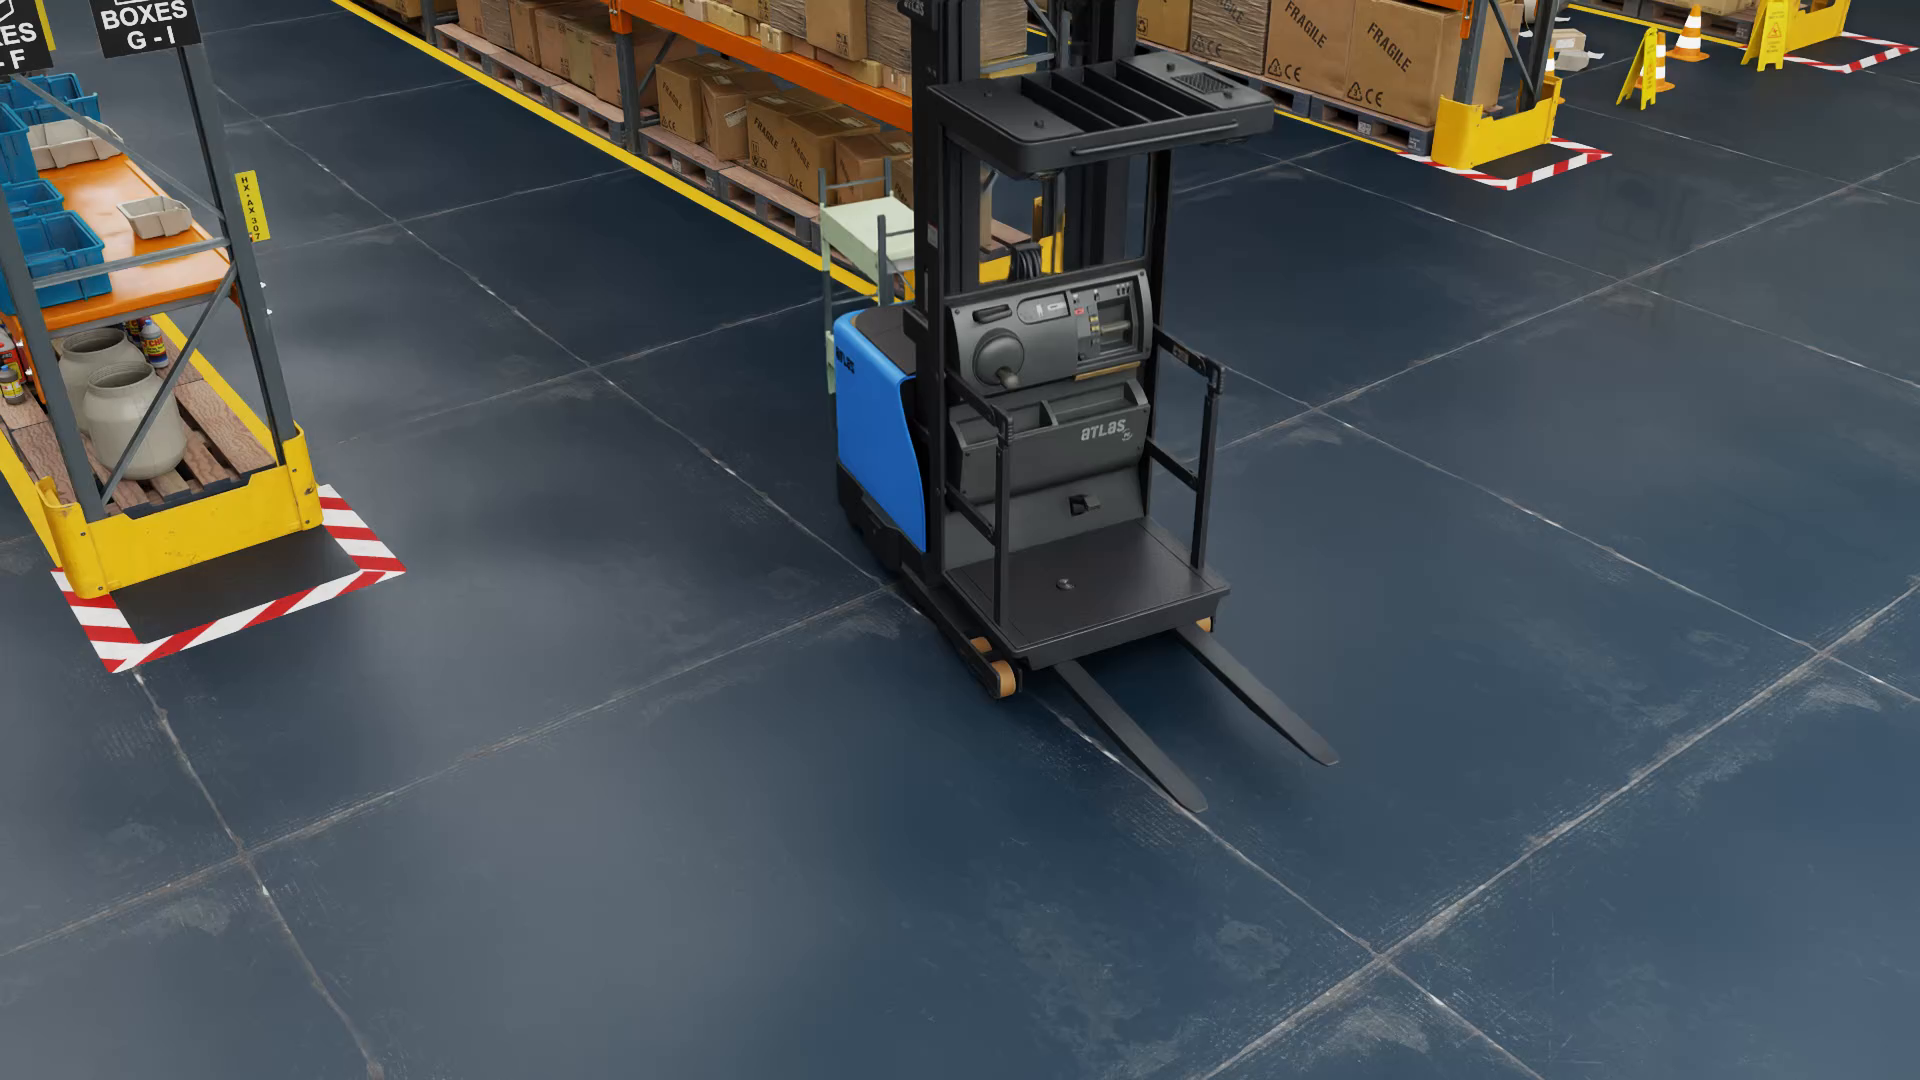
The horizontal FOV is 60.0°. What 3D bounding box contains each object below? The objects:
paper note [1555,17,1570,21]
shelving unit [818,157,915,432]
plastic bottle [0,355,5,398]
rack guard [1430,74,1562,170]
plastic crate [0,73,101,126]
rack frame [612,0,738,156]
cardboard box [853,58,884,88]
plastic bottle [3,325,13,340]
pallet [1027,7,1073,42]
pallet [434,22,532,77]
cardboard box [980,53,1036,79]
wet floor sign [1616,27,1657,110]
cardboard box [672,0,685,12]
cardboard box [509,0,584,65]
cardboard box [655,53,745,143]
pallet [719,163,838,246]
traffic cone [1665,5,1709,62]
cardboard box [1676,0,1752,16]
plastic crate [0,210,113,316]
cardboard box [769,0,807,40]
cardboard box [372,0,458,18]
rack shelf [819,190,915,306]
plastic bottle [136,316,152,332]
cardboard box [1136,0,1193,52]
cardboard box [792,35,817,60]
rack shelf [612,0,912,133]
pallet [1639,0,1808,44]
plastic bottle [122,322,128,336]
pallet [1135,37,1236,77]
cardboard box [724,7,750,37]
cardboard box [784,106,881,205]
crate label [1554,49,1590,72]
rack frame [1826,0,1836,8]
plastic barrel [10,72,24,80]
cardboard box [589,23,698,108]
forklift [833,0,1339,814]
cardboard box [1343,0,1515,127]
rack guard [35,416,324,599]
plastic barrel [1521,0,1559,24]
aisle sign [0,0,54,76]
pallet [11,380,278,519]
[{"bbox_3d":[5.999,-5.204,16.599,0.148,0.019,0.142,18,36,27],"label":"paper note"},{"bbox_3d":[-0.375,-1.118,8.628,0.431,1.500,0.755,-15,35,-23],"label":"shelving unit"},{"bbox_3d":[-5.232,-0.926,9.056,0.061,0.283,0.133,-21,38,-30],"label":"plastic bottle"},{"bbox_3d":[4.234,-3.320,13.122,1.175,0.500,0.348,-22,38,-31],"label":"rack guard"},{"bbox_3d":[-5.233,-2.457,9.505,0.499,0.251,0.616,-22,38,-31],"label":"plastic crate"},{"bbox_3d":[-2.214,-4.496,12.647,1.000,3.000,0.127,-22,38,-31],"label":"rack frame"},{"bbox_3d":[-0.446,-2.967,10.422,0.380,0.149,0.250,-22,38,-31],"label":"cardboard box"},{"bbox_3d":[-5.400,-1.145,9.487,0.097,0.201,0.097,0,32,0],"label":"plastic bottle"},{"bbox_3d":[1.233,-5.172,16.377,1.003,0.211,1.213,-22,38,-31],"label":"pallet"},{"bbox_3d":[-4.189,-4.653,15.541,1.003,0.211,1.213,-22,38,-31],"label":"pallet"},{"bbox_3d":[0.253,-2.919,10.344,0.380,0.149,0.250,-22,38,-31],"label":"cardboard box"},{"bbox_3d":[5.801,-4.020,14.112,0.232,0.644,0.267,26,40,35],"label":"wet floor sign"},{"bbox_3d":[-1.841,-3.898,11.921,0.380,0.149,0.250,-22,38,-31],"label":"cardboard box"},{"bbox_3d":[-3.537,-4.555,14.693,0.700,0.500,0.500,-19,37,-28],"label":"cardboard box"},{"bbox_3d":[-2.000,-3.433,12.906,0.500,0.500,0.500,-24,39,-33],"label":"cardboard box"},{"bbox_3d":[-1.022,-2.535,12.131,1.003,0.211,1.213,-22,38,-31],"label":"pallet"},{"bbox_3d":[6.784,-4.720,15.411,0.336,0.463,0.334,-22,38,-31],"label":"traffic cone"},{"bbox_3d":[7.344,-5.306,16.158,0.500,0.250,0.500,-22,38,-32],"label":"cardboard box"},{"bbox_3d":[-4.217,-1.276,7.602,0.499,0.251,0.616,-22,38,-31],"label":"plastic crate"},{"bbox_3d":[-0.750,-3.628,10.872,0.875,0.500,0.500,-22,38,-31],"label":"cardboard box"},{"bbox_3d":[-5.073,-5.734,16.254,1.225,0.875,0.875,-24,39,-33],"label":"cardboard box"},{"bbox_3d":[-0.375,-1.449,8.422,0.431,0.370,0.720,-15,35,-23],"label":"rack shelf"},{"bbox_3d":[-4.663,-1.217,9.523,0.061,0.283,0.133,-22,38,-31],"label":"plastic bottle"},{"bbox_3d":[2.097,-5.050,15.154,0.875,0.875,0.875,-22,38,-31],"label":"cardboard box"},{"bbox_3d":[-0.878,-3.290,10.943,0.380,0.149,0.250,-22,38,-31],"label":"cardboard box"},{"bbox_3d":[-0.987,-3.357,11.494,1.077,0.370,4.000,-22,38,-31],"label":"rack shelf"},{"bbox_3d":[7.550,-5.233,16.475,1.003,0.211,1.213,-22,38,-31],"label":"pallet"},{"bbox_3d":[-4.871,-1.307,9.747,0.097,0.201,0.097,0,32,0],"label":"plastic bottle"},{"bbox_3d":[2.171,-4.532,15.347,1.003,0.211,1.213,-22,38,-31],"label":"pallet"},{"bbox_3d":[-1.389,-3.582,11.412,0.380,0.149,0.250,-22,38,-31],"label":"cardboard box"},{"bbox_3d":[-0.893,-2.717,11.752,0.500,0.500,0.500,-19,36,-27],"label":"cardboard box"},{"bbox_3d":[5.585,-4.388,15.186,0.298,0.136,0.250,12,34,19],"label":"crate label"},{"bbox_3d":[8.067,-6.036,15.125,1.000,3.000,0.127,-22,38,-31],"label":"rack frame"},{"bbox_3d":[-6.124,-3.366,10.351,0.600,0.901,0.708,-22,38,-31],"label":"plastic barrel"},{"bbox_3d":[-2.573,-3.884,13.613,0.700,0.500,0.500,-26,40,-35],"label":"cardboard box"},{"bbox_3d":[0.491,-0.832,6.811,1.130,2.935,3.031,-15,35,-23],"label":"forklift"},{"bbox_3d":[3.751,-3.929,13.349,0.875,0.875,0.875,-22,38,-31],"label":"cardboard box"},{"bbox_3d":[-3.757,-0.182,8.068,1.175,0.500,0.348,-22,38,-31],"label":"rack guard"},{"bbox_3d":[5.605,-5.312,16.402,0.512,0.421,0.421,1,32,2],"label":"plastic barrel"},{"bbox_3d":[-3.864,-2.205,6.494,0.394,0.787,0.004,-22,38,-31],"label":"aisle sign"},{"bbox_3d":[-4.251,-0.399,8.693,1.003,0.211,1.213,-22,38,-31],"label":"pallet"}]
